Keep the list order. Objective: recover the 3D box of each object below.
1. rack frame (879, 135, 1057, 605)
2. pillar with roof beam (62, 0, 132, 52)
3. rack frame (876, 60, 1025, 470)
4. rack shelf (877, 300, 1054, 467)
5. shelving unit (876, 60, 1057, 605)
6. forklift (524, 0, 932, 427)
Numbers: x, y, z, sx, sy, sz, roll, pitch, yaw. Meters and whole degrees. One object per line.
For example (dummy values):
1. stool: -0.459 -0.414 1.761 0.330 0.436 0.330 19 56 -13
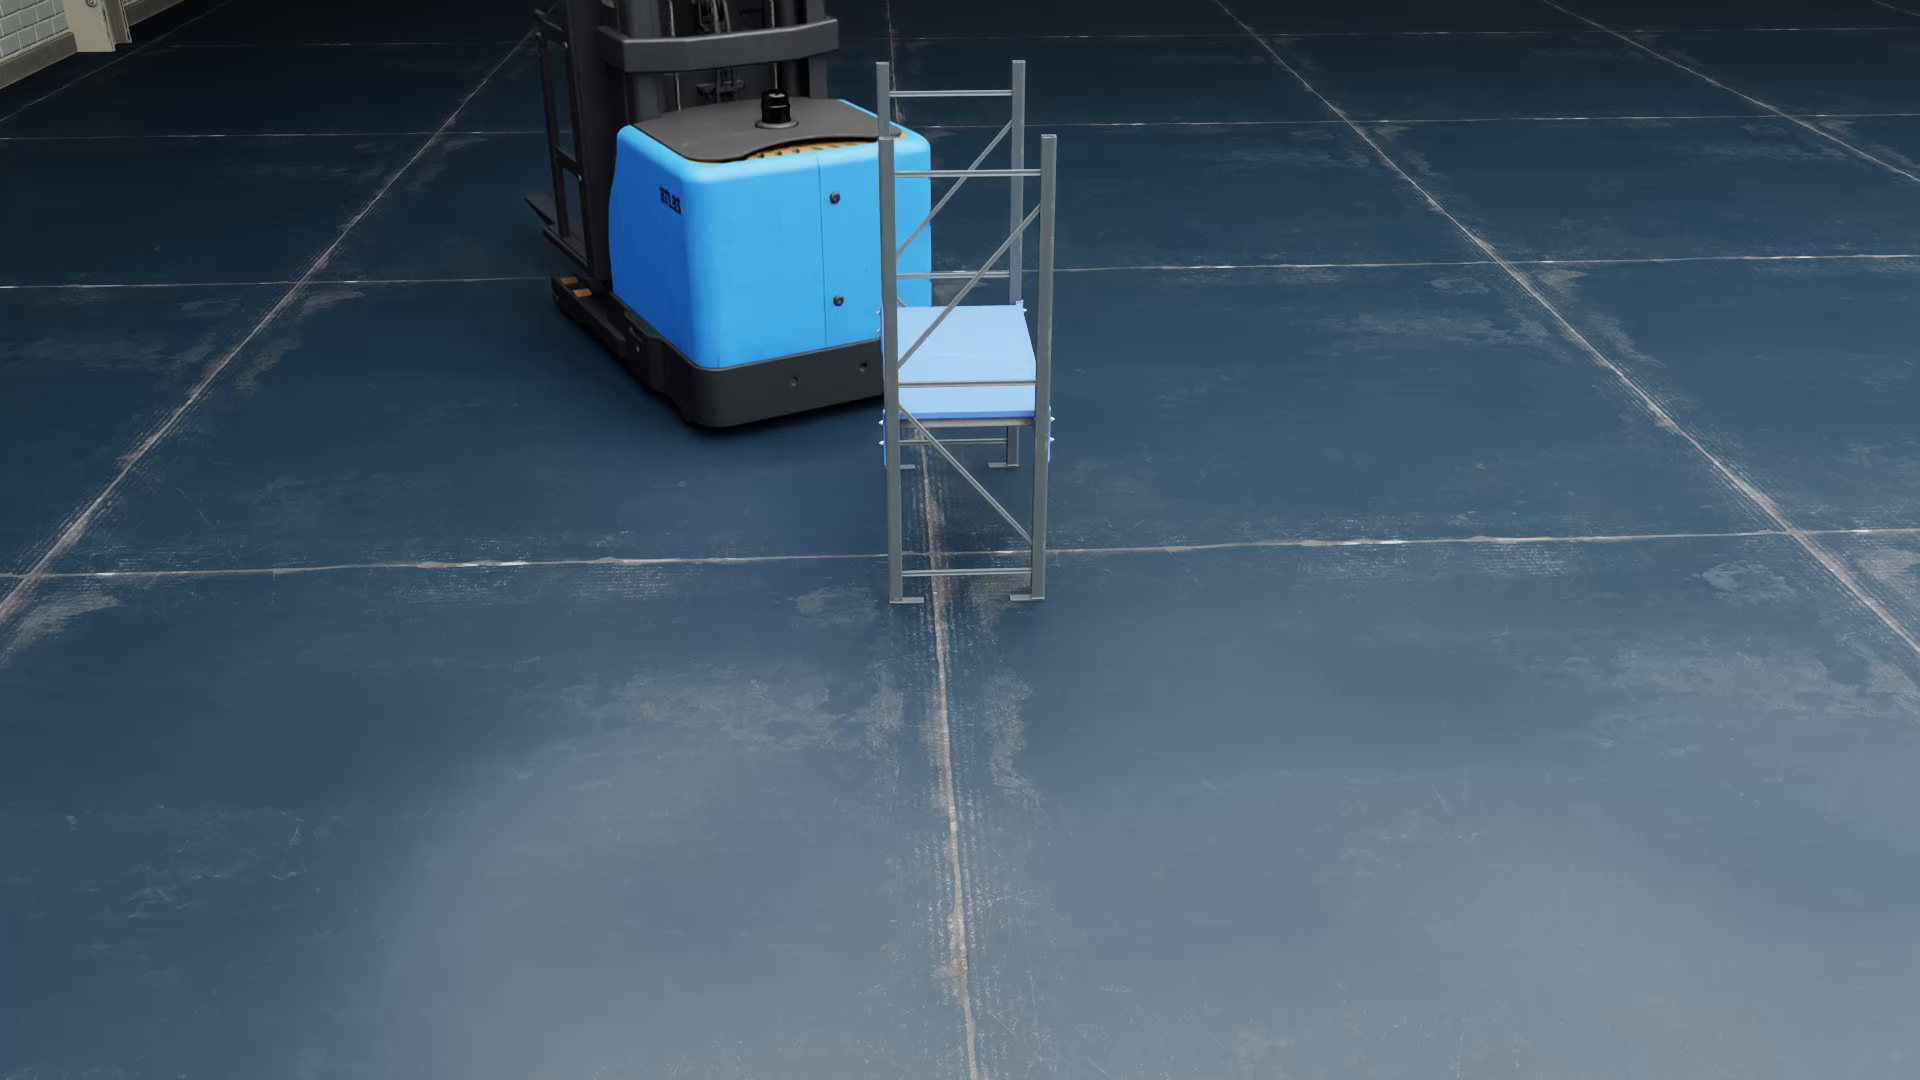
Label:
1. rack frame: 0.022 -0.470 5.029 0.500 1.500 0.032 -1 28 -3
2. pillar with roof beam: -2.573 -8.051 11.455 9.100 9.000 0.400 -1 28 -3
3. rack frame: -0.031 -0.939 5.929 0.500 1.500 0.032 -1 28 -3
4. rack shelf: -0.004 -0.545 5.562 0.538 0.185 1.000 -1 28 -3
5. shelving unit: -0.004 -0.704 5.479 0.538 1.500 1.048 -1 28 -3
6. forklift: -1.257 -2.381 7.146 1.130 2.935 3.031 -14 31 -26
